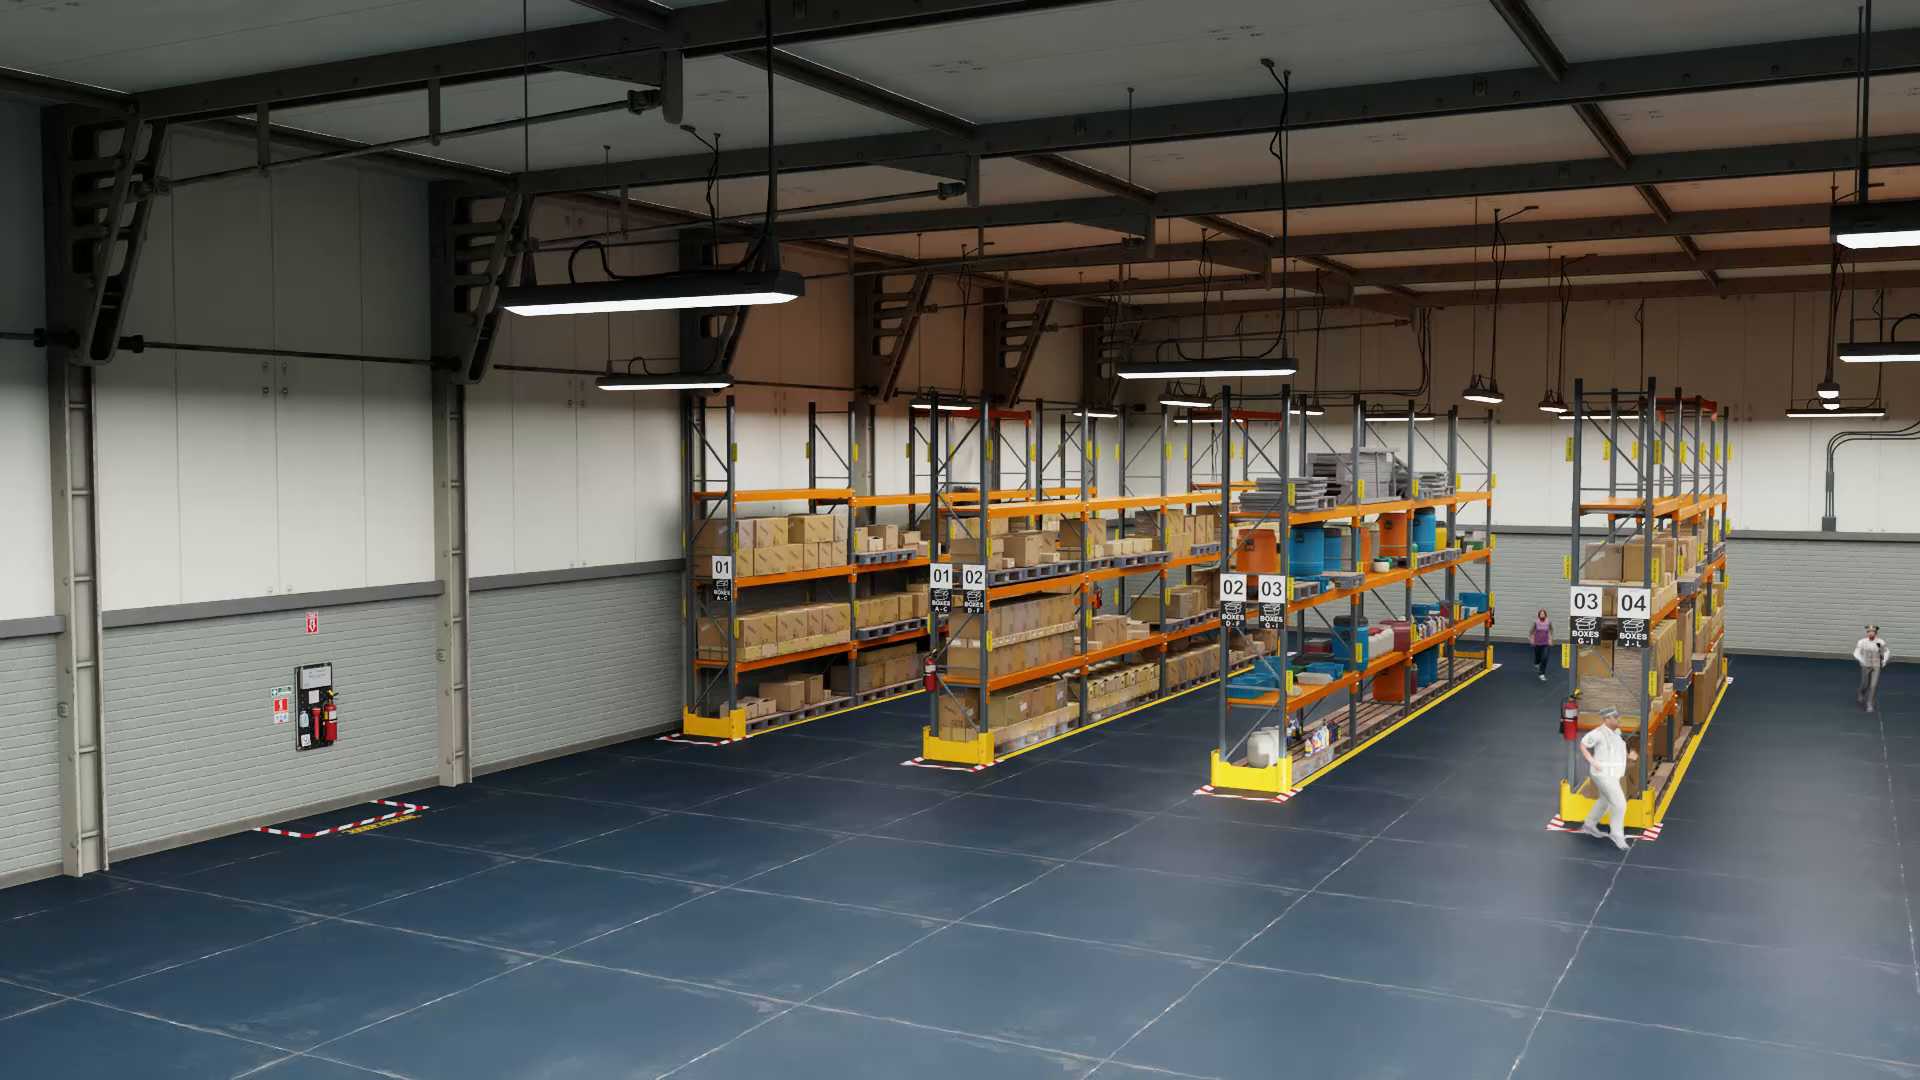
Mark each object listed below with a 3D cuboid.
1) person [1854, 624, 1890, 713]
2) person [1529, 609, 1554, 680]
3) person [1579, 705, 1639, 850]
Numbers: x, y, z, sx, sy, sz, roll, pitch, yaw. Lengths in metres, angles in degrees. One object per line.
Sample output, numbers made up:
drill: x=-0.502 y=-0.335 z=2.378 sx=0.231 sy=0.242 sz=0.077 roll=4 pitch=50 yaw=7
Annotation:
person: x=17.738 y=2.475 z=32.351 sx=0.624 sy=1.696 sz=0.791 roll=2 pitch=3 yaw=27
person: x=12.875 y=2.302 z=36.820 sx=0.530 sy=1.560 sz=0.603 roll=1 pitch=3 yaw=13
person: x=8.240 y=3.011 z=21.142 sx=0.648 sy=1.848 sz=0.741 roll=-3 pitch=4 yaw=-44
